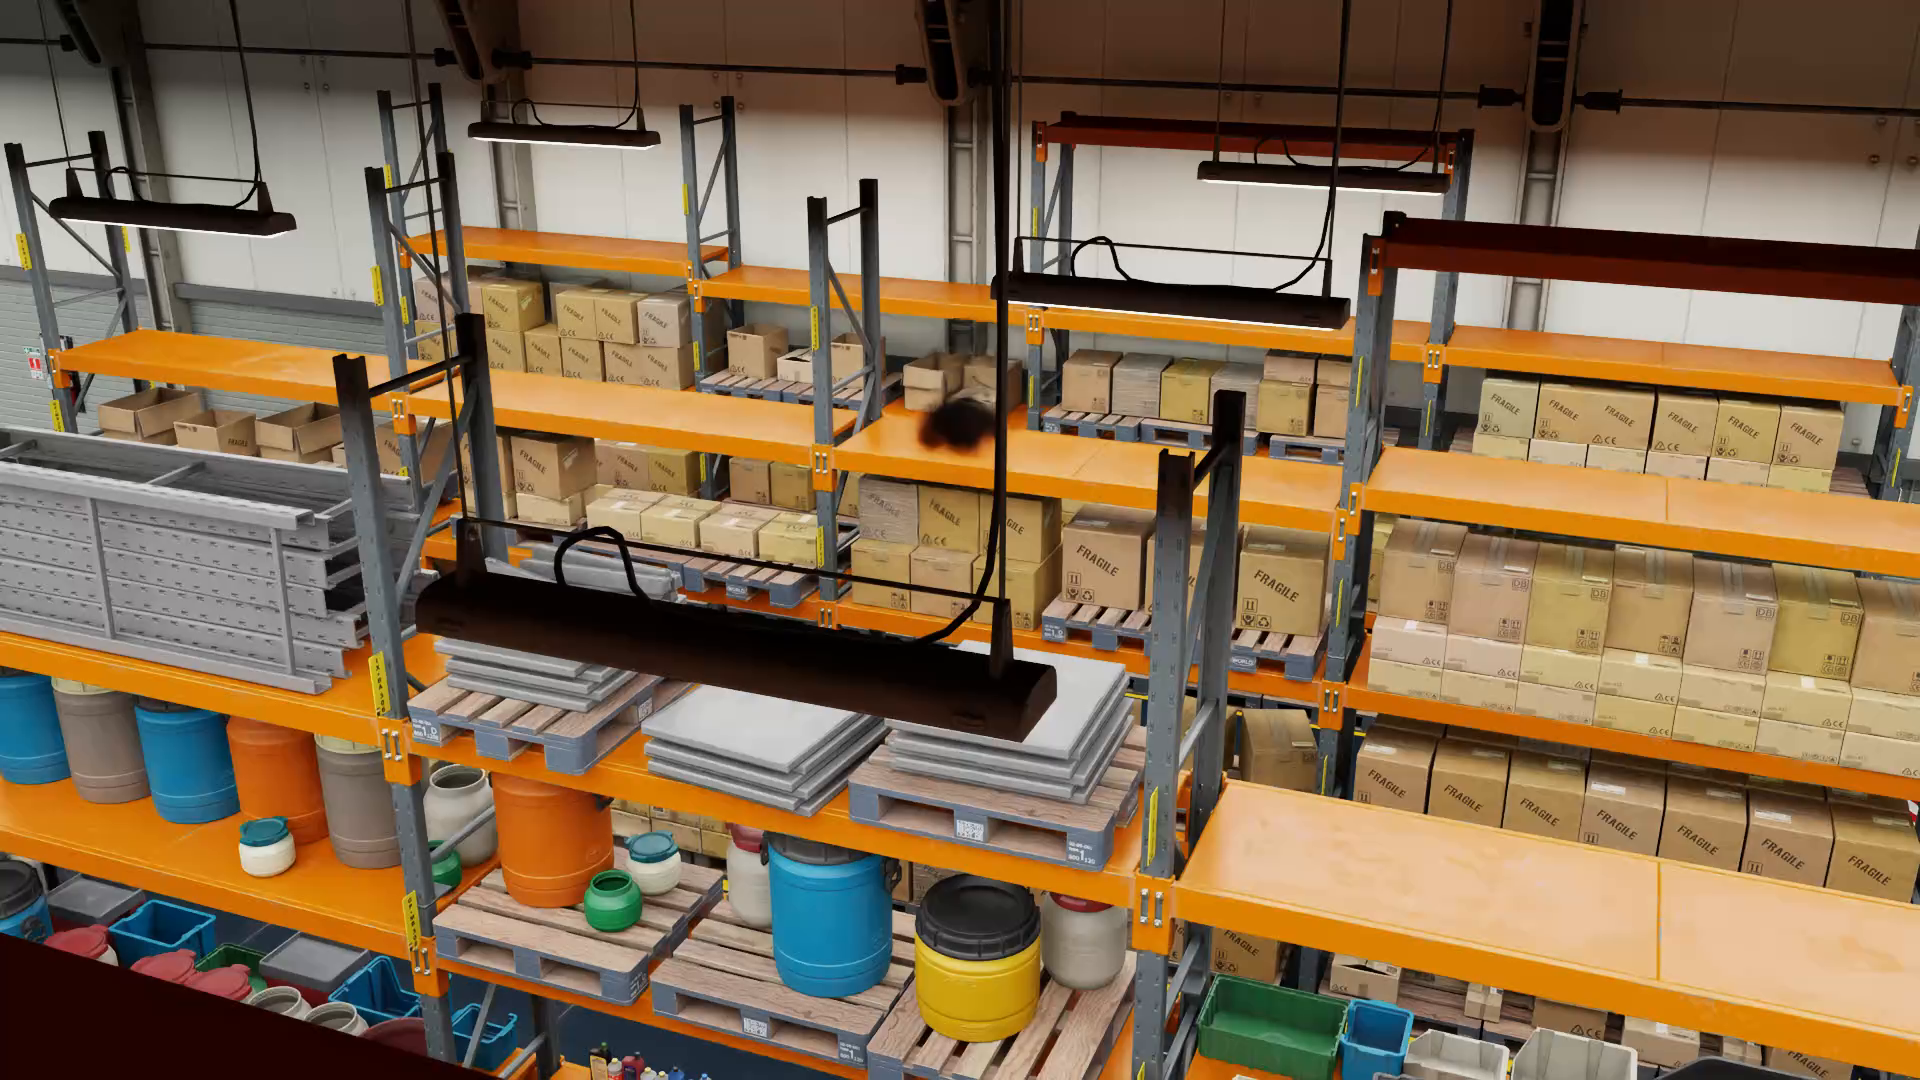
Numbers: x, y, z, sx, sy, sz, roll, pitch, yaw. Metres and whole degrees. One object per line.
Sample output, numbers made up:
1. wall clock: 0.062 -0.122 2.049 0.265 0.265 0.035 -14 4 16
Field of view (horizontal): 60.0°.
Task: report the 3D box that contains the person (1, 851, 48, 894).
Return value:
1. person: -7.538 2.587 13.511 1.074 1.460 0.590 17 26 37
